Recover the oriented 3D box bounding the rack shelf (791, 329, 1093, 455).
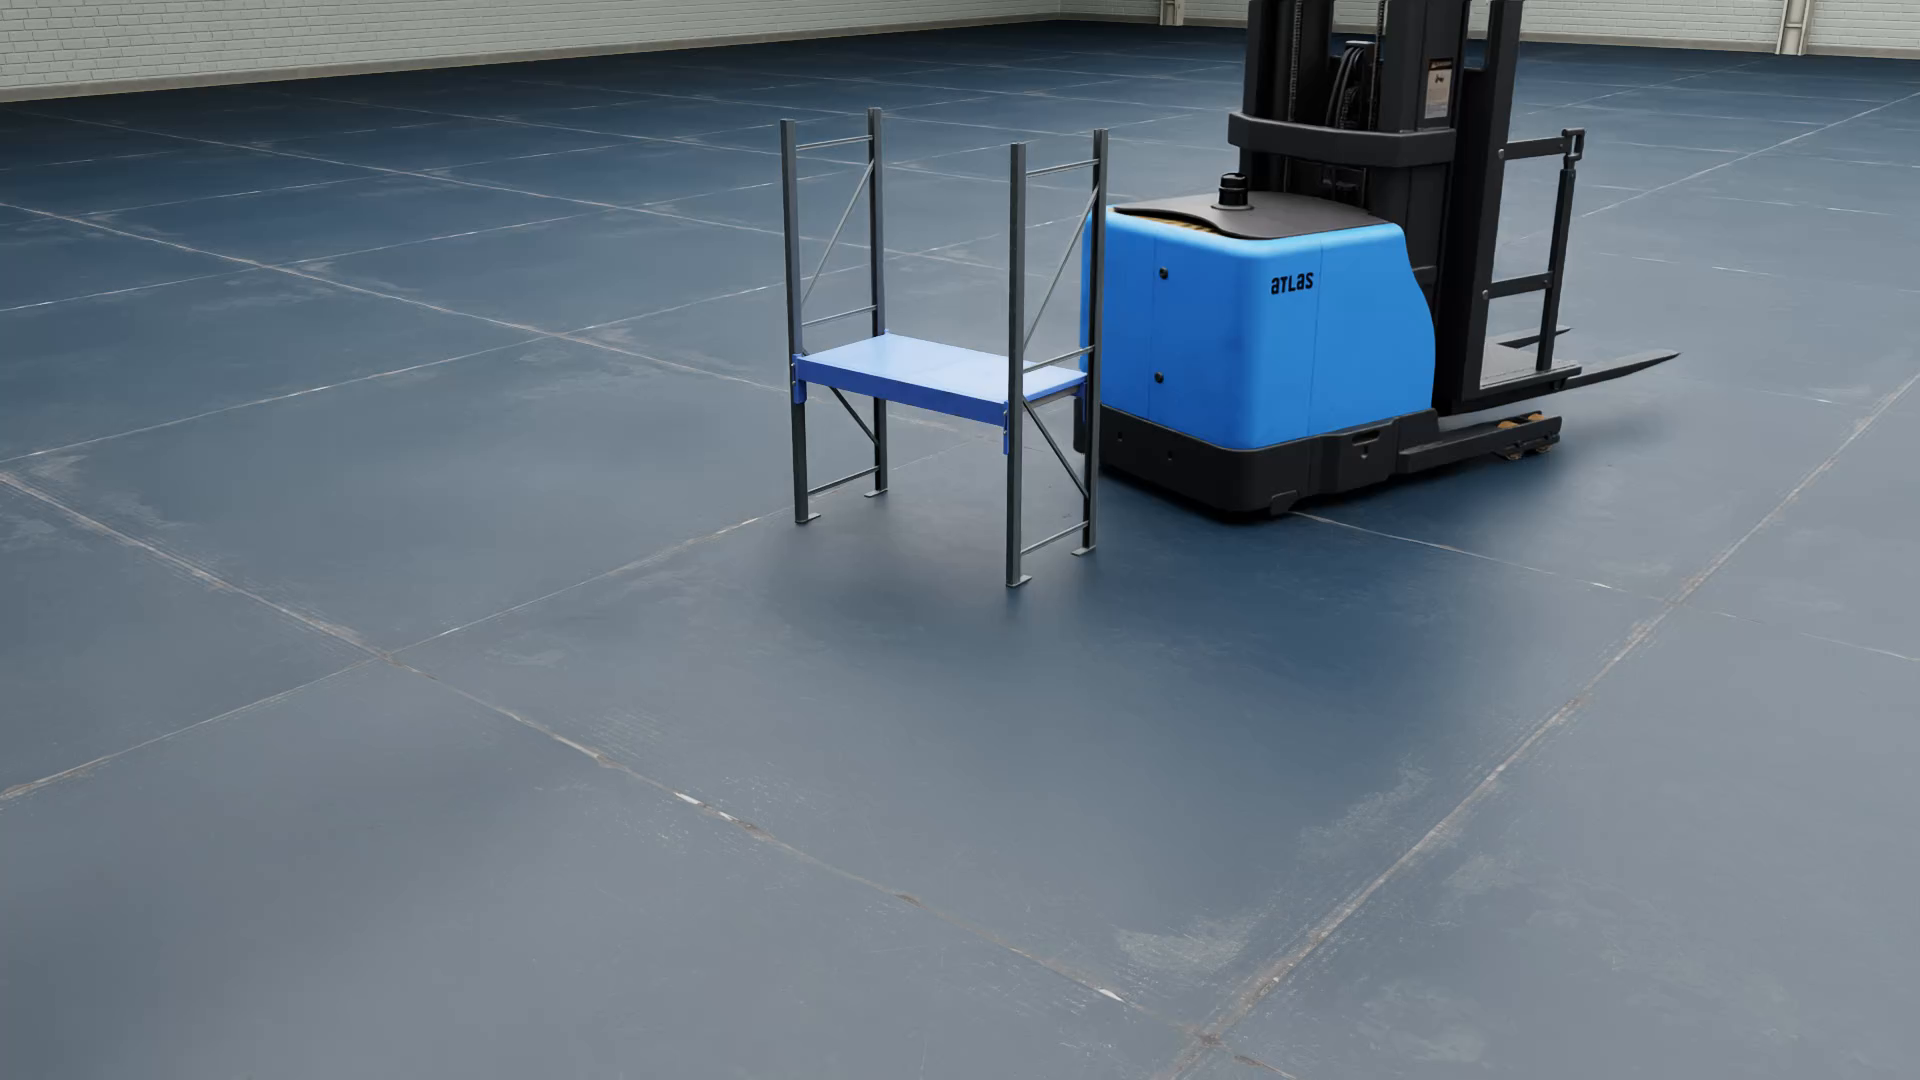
[{"bbox_3d":[-0.066,-0.552,6.017,1.000,0.185,0.538,16,26,36],"label":"rack shelf"}]

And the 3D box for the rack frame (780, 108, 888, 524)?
[{"bbox_3d":[-0.460,-0.834,6.255,0.032,1.500,0.500,16,26,36],"label":"rack frame"}]

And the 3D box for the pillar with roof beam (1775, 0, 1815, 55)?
[{"bbox_3d":[10.969,-11.044,22.701,0.400,9.000,9.100,16,26,36],"label":"pillar with roof beam"}]

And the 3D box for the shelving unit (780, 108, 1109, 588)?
[{"bbox_3d":[-0.066,-0.721,5.954,1.048,1.500,0.538,16,26,36],"label":"shelving unit"}]

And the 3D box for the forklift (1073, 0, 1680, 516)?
[{"bbox_3d":[1.980,-1.848,6.915,3.031,2.935,1.130,-14,25,-32],"label":"forklift"}]

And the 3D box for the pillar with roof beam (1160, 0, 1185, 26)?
[{"bbox_3d":[1.672,-13.721,29.801,0.400,9.000,9.100,16,26,36],"label":"pillar with roof beam"}]

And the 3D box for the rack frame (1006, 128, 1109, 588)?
[{"bbox_3d":[0.328,-0.607,5.653,0.032,1.500,0.500,16,26,36],"label":"rack frame"}]
